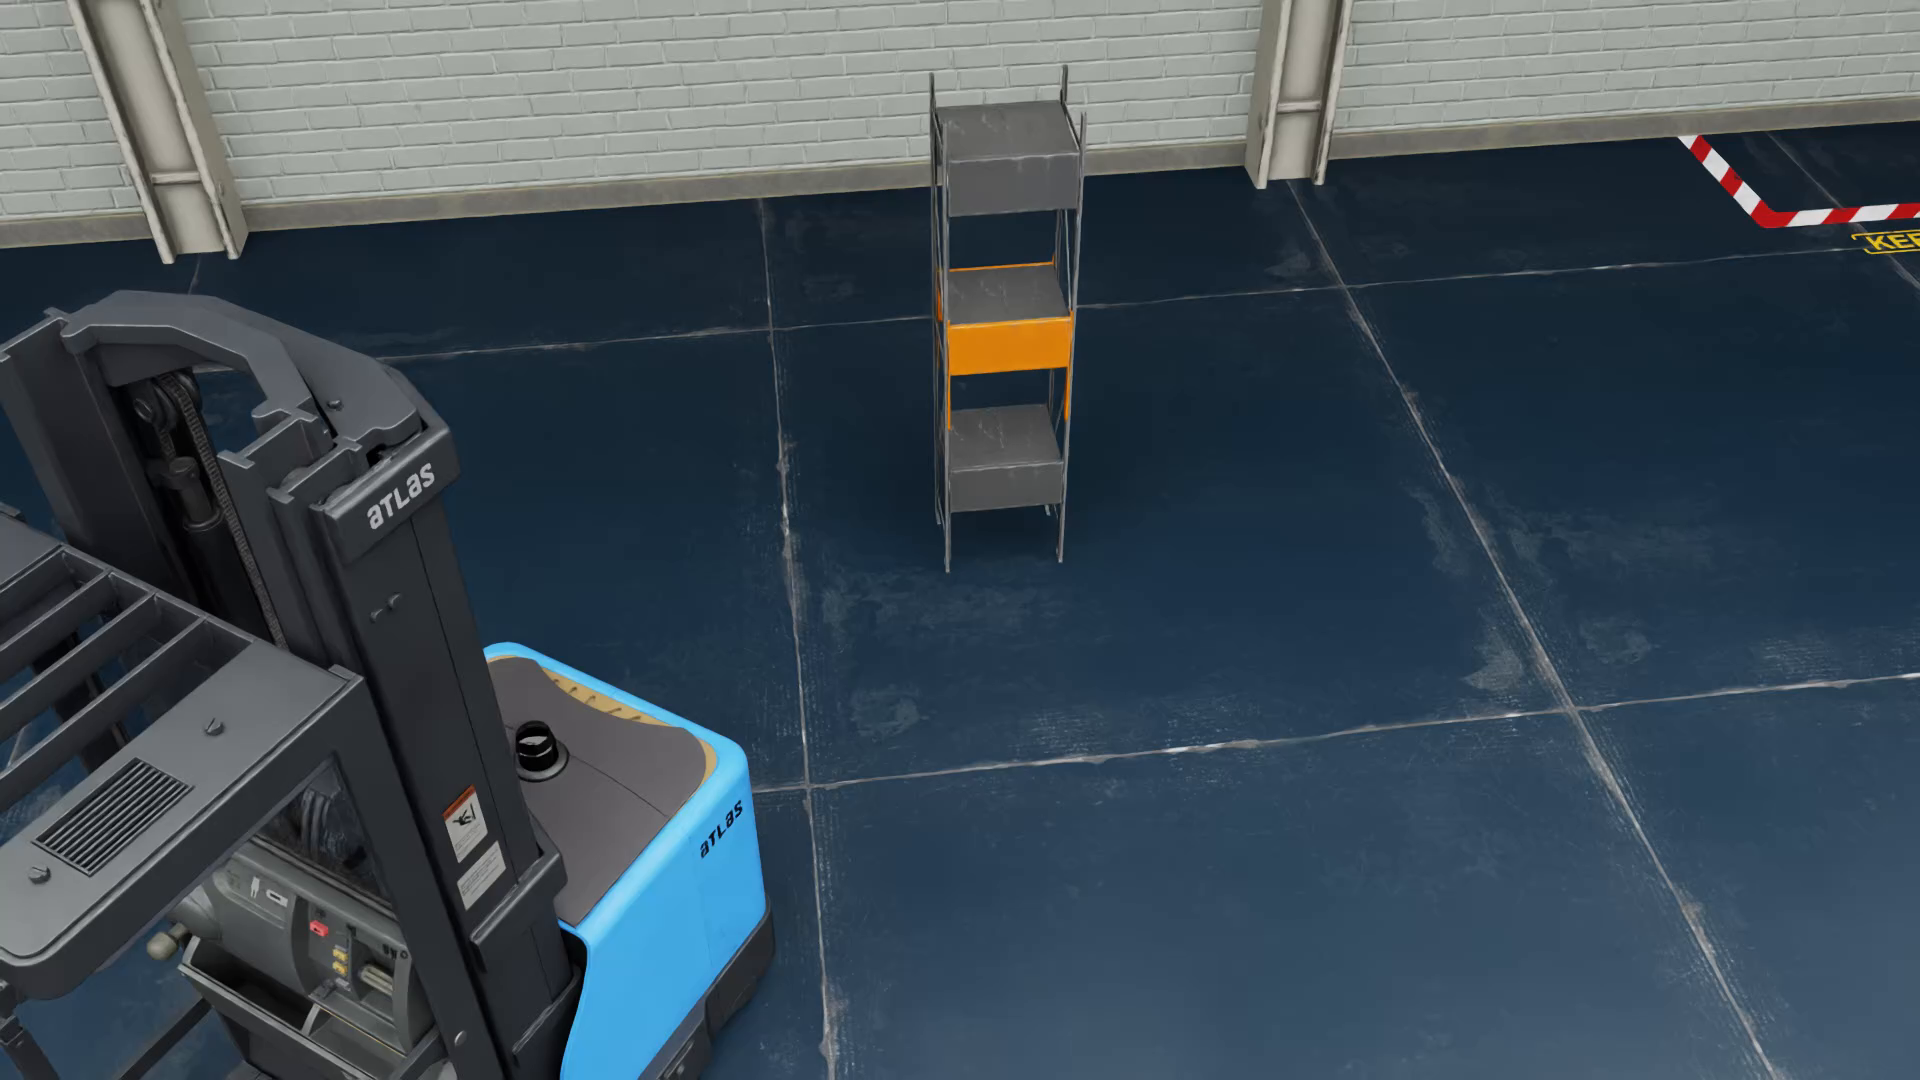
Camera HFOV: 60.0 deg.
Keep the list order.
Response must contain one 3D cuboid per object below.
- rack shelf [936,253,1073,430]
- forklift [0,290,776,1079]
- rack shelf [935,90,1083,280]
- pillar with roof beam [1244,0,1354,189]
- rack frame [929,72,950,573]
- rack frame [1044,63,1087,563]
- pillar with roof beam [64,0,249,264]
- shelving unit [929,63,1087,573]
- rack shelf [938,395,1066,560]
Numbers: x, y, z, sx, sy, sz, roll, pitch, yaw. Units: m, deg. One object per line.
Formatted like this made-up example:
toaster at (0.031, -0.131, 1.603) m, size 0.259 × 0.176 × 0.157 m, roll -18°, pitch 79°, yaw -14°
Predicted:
rack shelf at (0.164, -0.784, 6.572) m, size 0.480 × 0.518 × 0.431 m, roll -5°, pitch 42°, yaw -6°
forklift at (-1.782, 1.030, 3.920) m, size 1.130 × 2.935 × 3.031 m, roll 21°, pitch 46°, yaw 21°
rack shelf at (0.164, -1.304, 6.103) m, size 0.480 × 0.518 × 0.431 m, roll -5°, pitch 42°, yaw -6°
pillar with roof beam at (2.422, -2.599, 3.413) m, size 0.400 × 9.000 × 9.100 m, roll -5°, pitch 42°, yaw -6°
rack frame at (-0.078, -0.773, 6.539) m, size 0.015 × 2.100 × 0.400 m, roll -5°, pitch 42°, yaw -6°
rack frame at (0.406, -0.815, 6.586) m, size 0.015 × 2.100 × 0.400 m, roll -5°, pitch 42°, yaw -6°
pillar with roof beam at (-3.527, -2.078, 2.835) m, size 0.400 × 9.000 × 9.100 m, roll -5°, pitch 42°, yaw -6°
shelving unit at (0.164, -0.794, 6.563) m, size 0.503 × 2.100 × 0.431 m, roll -5°, pitch 42°, yaw -6°
rack shelf at (0.164, -0.264, 7.041) m, size 0.480 × 0.518 × 0.431 m, roll -5°, pitch 42°, yaw -6°
